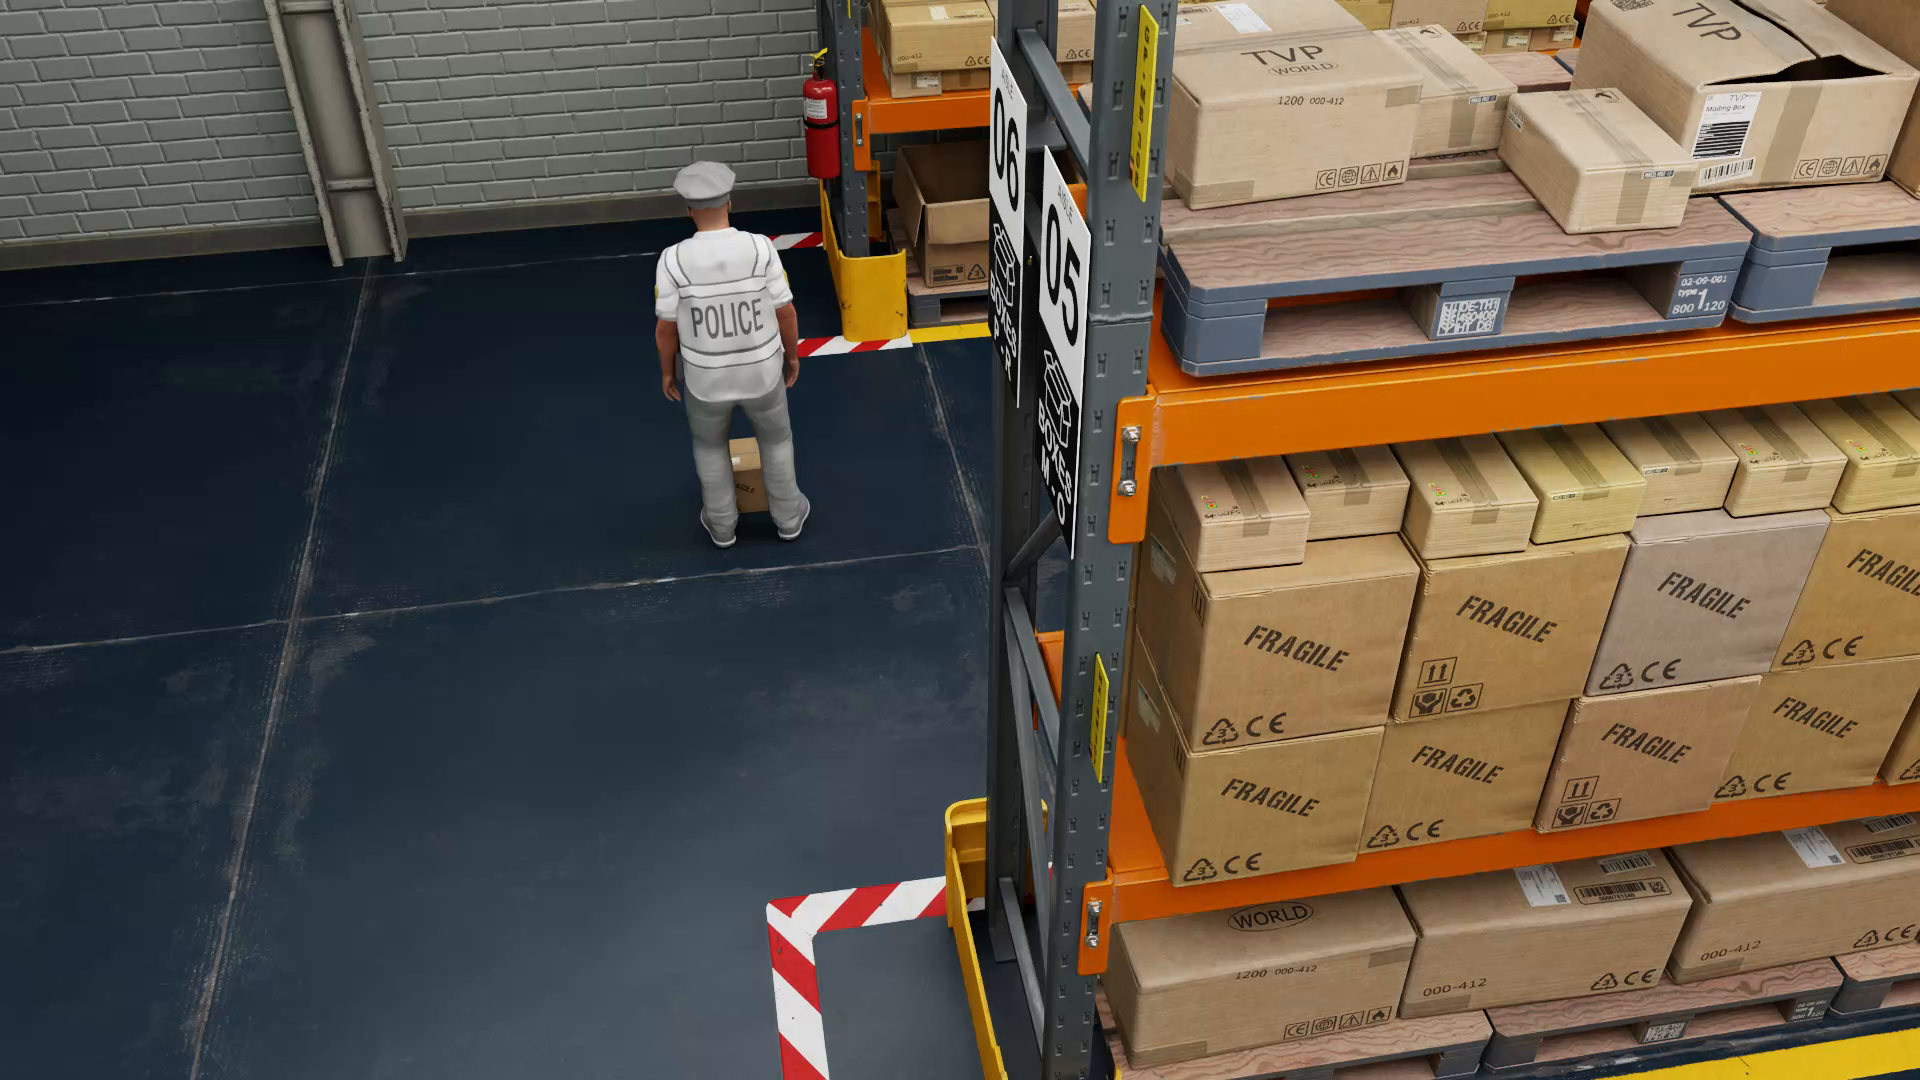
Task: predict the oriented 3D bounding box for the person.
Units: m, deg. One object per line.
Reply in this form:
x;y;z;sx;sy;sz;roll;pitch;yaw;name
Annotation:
-0.968;-0.722;7.057;0.599;1.749;0.438;-8;39;-9;person
